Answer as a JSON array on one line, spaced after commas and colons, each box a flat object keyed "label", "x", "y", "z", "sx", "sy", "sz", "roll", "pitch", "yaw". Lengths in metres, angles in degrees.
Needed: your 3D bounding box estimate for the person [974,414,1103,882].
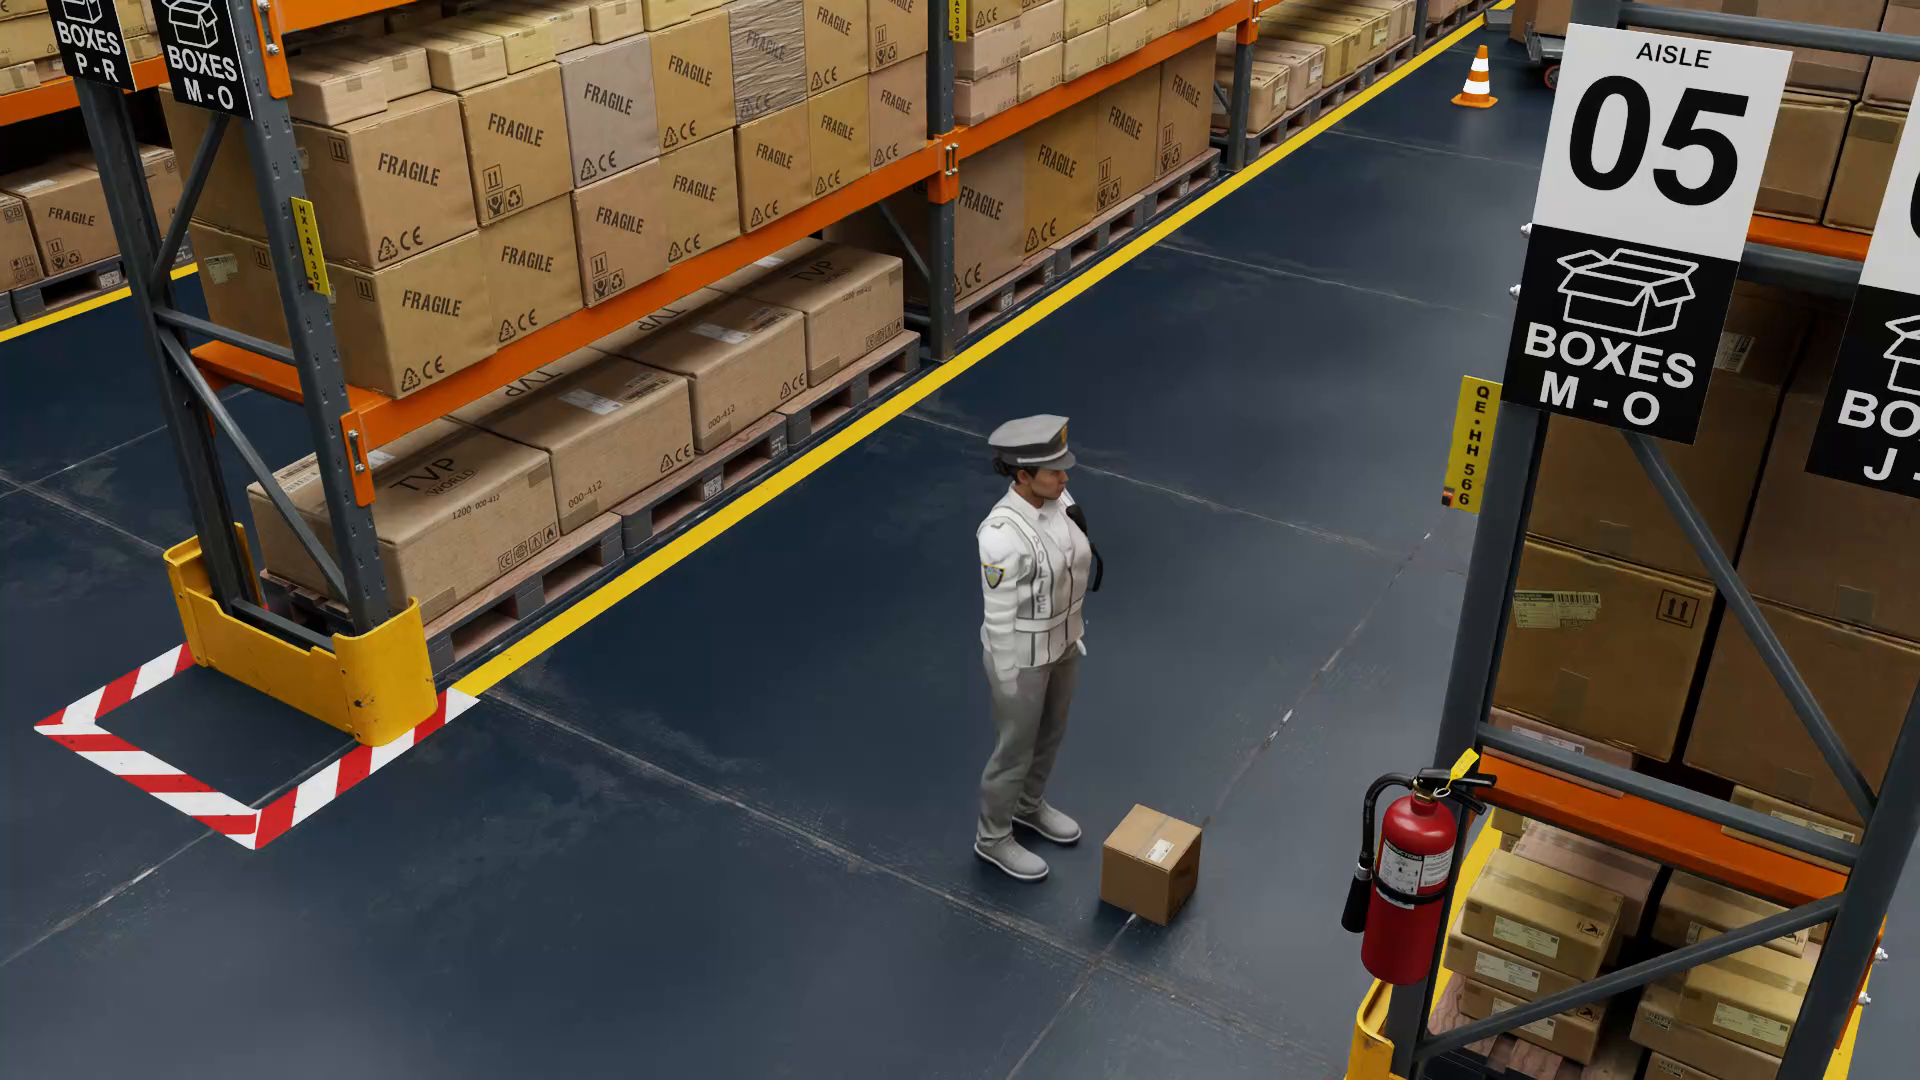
[{"label": "person", "x": 0.255, "y": 0.358, "z": 5.514, "sx": 0.336, "sy": 1.679, "sz": 0.466, "roll": 19, "pitch": 35, "yaw": 28}]
